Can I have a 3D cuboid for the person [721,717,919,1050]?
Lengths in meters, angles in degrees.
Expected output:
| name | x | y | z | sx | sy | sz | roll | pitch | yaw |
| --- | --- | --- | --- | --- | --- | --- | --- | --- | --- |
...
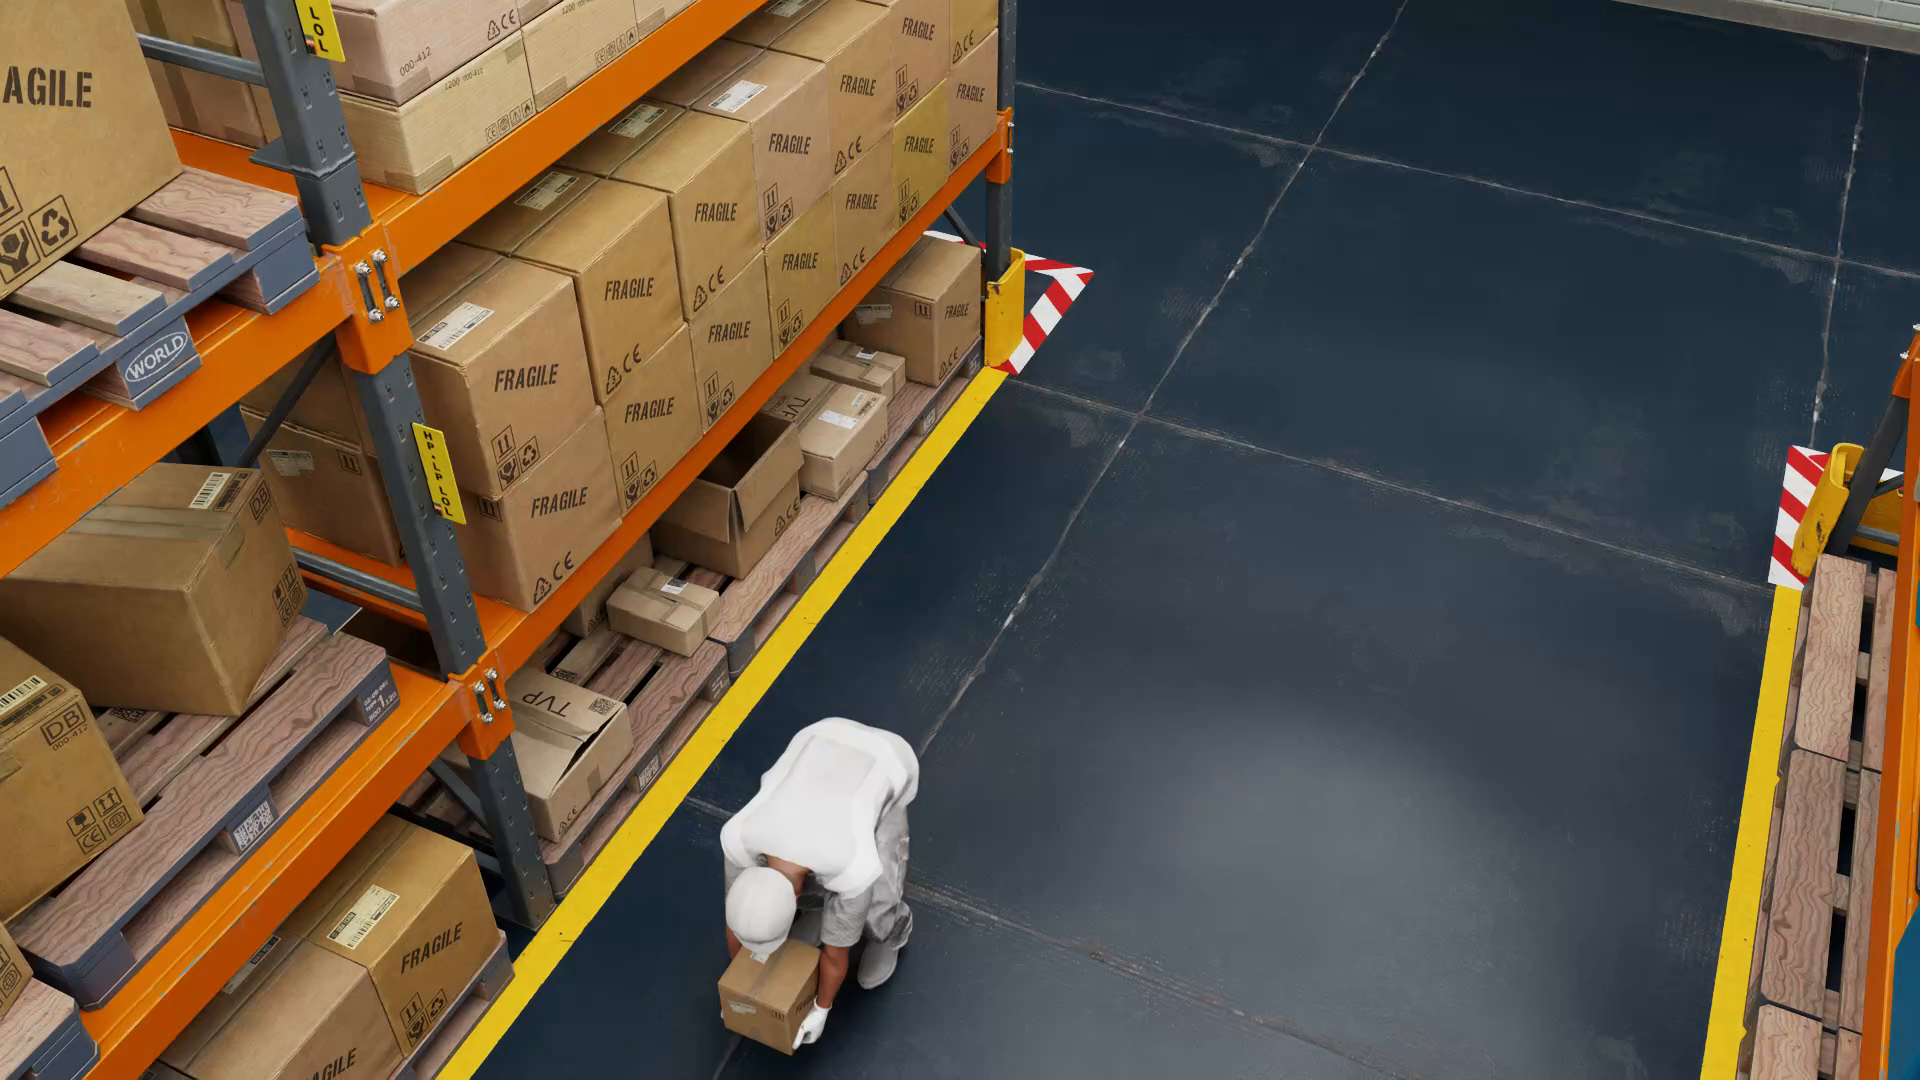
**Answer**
| name | x | y | z | sx | sy | sz | roll | pitch | yaw |
| --- | --- | --- | --- | --- | --- | --- | --- | --- | --- |
| person | -0.452 | 1.143 | 5.427 | 0.541 | 1.027 | 0.979 | 15 | 44 | 17 |
